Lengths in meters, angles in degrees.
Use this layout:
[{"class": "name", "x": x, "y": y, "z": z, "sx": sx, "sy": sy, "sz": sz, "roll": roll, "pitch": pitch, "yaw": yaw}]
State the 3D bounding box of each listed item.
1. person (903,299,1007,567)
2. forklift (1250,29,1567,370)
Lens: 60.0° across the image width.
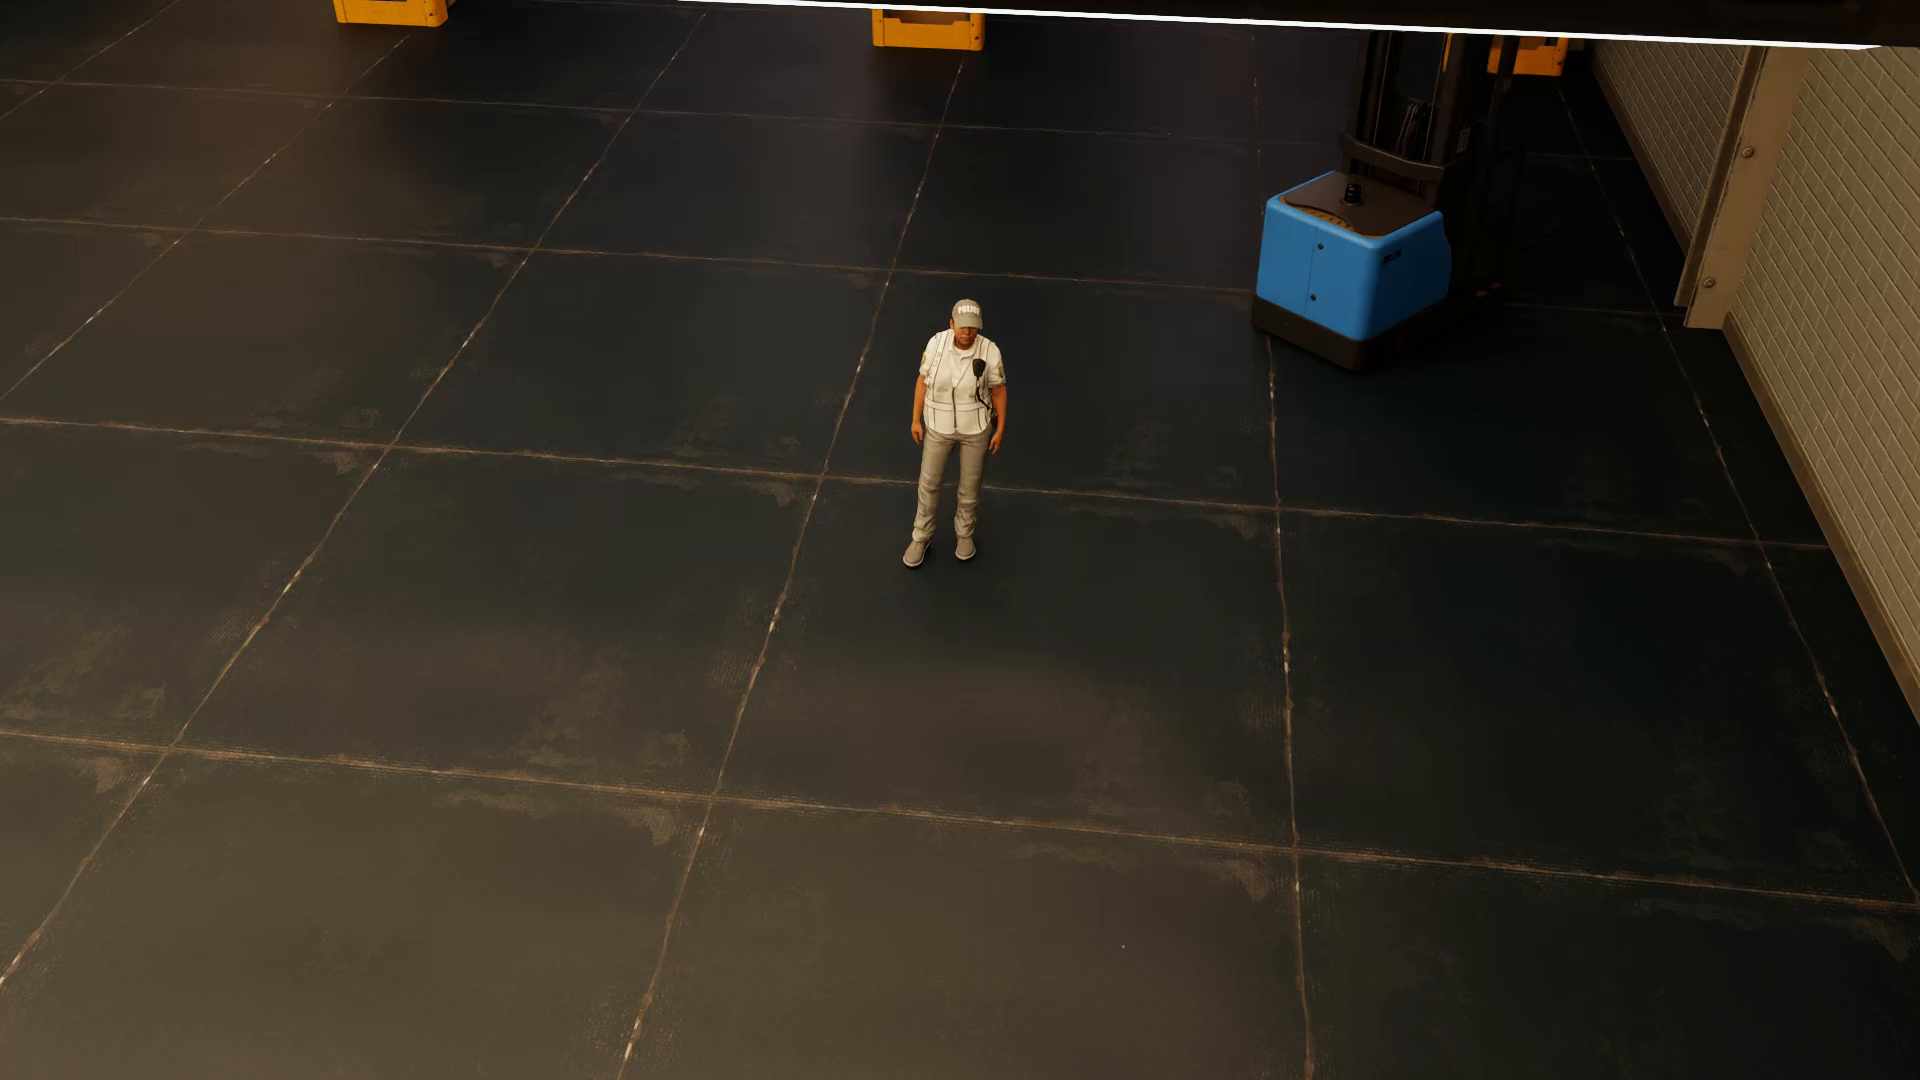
[{"class": "person", "x": -0.032, "y": -0.634, "z": 9.942, "sx": 0.599, "sy": 1.670, "sz": 0.529, "roll": 4, "pitch": 37, "yaw": 6}, {"class": "forklift", "x": 3.640, "y": -3.157, "z": 12.312, "sx": 3.031, "sy": 2.935, "sz": 1.130, "roll": -28, "pitch": 45, "yaw": -33}]
